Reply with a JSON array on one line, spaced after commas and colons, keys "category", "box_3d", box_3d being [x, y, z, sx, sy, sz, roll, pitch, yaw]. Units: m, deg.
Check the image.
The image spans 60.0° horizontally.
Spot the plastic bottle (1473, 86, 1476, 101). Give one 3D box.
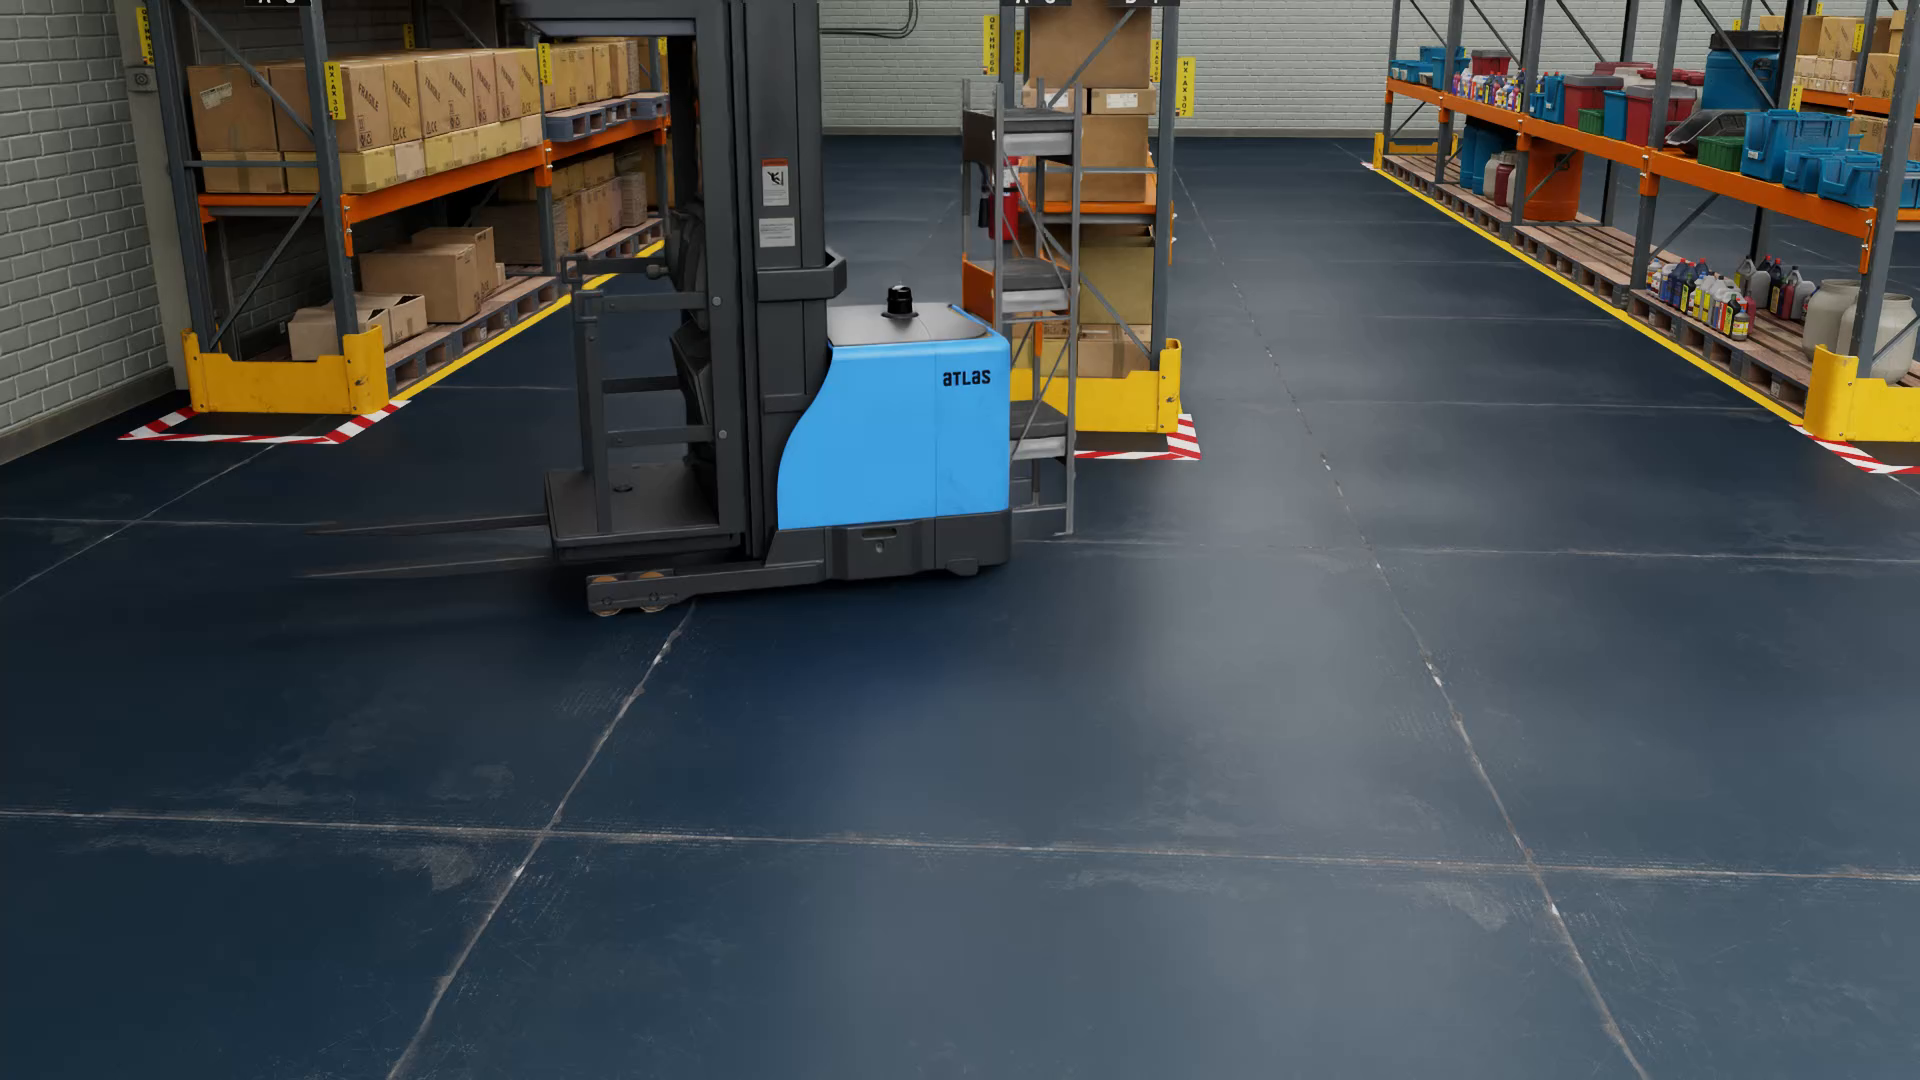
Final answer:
[{"category": "plastic bottle", "box_3d": [6.008, -5.194, 19.275, 0.097, 0.201, 0.097, 0, 18, 0]}]

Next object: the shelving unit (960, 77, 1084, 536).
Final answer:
[{"category": "shelving unit", "box_3d": [0.277, -1.081, 7.850, 0.431, 2.100, 0.503, -5, 19, -16]}]

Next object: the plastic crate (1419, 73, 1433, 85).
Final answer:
[{"category": "plastic crate", "box_3d": [6.349, -6.197, 22.345, 0.293, 0.136, 0.466, 1, 18, 4]}]

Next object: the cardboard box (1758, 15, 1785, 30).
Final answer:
[{"category": "cardboard box", "box_3d": [11.411, -7.006, 23.046, 0.500, 0.500, 0.500, 1, 18, 3]}]

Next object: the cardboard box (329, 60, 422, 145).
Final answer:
[{"category": "cardboard box", "box_3d": [-3.839, -2.830, 10.747, 0.500, 0.500, 0.500, 1, 18, 4]}]

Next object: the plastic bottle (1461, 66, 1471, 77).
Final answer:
[{"category": "plastic bottle", "box_3d": [6.172, -5.608, 20.300, 0.144, 0.351, 0.185, 1, 18, 4]}]

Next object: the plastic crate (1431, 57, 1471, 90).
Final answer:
[{"category": "plastic crate", "box_3d": [6.217, -5.920, 21.101, 0.392, 0.384, 0.575, 1, 18, 4]}]

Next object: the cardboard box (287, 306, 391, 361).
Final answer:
[{"category": "cardboard box", "box_3d": [-4.079, -1.385, 10.943, 0.500, 0.311, 0.500, -1, 18, -2]}]

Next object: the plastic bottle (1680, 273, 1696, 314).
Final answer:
[{"category": "plastic bottle", "box_3d": [5.411, -1.829, 12.345, 0.061, 0.283, 0.133, 2, 18, 6]}]

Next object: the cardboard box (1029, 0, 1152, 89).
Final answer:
[{"category": "cardboard box", "box_3d": [0.773, -2.956, 9.884, 0.700, 0.500, 0.500, 1, 18, 4]}]

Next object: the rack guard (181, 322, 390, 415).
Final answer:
[{"category": "rack guard", "box_3d": [-4.213, -1.076, 10.405, 1.175, 0.500, 0.348, 1, 18, 4]}]

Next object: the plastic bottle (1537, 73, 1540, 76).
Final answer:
[{"category": "plastic bottle", "box_3d": [6.771, -5.373, 19.582, 0.144, 0.351, 0.185, 1, 18, 4]}]

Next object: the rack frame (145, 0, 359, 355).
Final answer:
[{"category": "rack frame", "box_3d": [-4.218, -2.240, 9.943, 1.000, 3.000, 0.127, 1, 18, 4]}]

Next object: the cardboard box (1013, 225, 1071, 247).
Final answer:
[{"category": "cardboard box", "box_3d": [0.522, -1.864, 11.333, 0.500, 0.500, 0.500, 1, 18, 4]}]

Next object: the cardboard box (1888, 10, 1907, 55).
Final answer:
[{"category": "cardboard box", "box_3d": [11.426, -5.961, 19.527, 0.797, 0.503, 0.637, 1, 18, 2]}]

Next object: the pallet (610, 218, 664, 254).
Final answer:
[{"category": "pallet", "box_3d": [-3.702, -3.157, 17.220, 1.003, 0.211, 1.213, 1, 18, 4]}]

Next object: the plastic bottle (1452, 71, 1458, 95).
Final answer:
[{"category": "plastic bottle", "box_3d": [6.072, -5.586, 20.342, 0.061, 0.283, 0.133, 1, 18, 4]}]

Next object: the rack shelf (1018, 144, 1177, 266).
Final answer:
[{"category": "rack shelf", "box_3d": [0.866, -2.410, 11.617, 1.077, 0.370, 4.000, 1, 18, 4]}]

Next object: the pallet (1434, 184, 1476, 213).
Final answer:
[{"category": "pallet", "box_3d": [6.427, -4.182, 20.348, 1.003, 0.211, 1.213, 1, 18, 4]}]

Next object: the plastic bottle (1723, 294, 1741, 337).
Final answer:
[{"category": "plastic bottle", "box_3d": [5.348, -1.554, 11.506, 0.061, 0.283, 0.133, 2, 18, 5]}]

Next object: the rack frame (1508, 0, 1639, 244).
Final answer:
[{"category": "rack frame", "box_3d": [6.237, -4.504, 16.851, 1.000, 3.000, 0.127, 1, 18, 4]}]

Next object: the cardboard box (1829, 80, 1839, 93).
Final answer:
[{"category": "cardboard box", "box_3d": [11.177, -5.698, 20.900, 0.380, 0.149, 0.250, 2, 18, 5]}]

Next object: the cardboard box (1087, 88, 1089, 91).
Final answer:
[{"category": "cardboard box", "box_3d": [0.953, -3.119, 12.464, 0.700, 0.500, 0.500, 1, 18, 3]}]

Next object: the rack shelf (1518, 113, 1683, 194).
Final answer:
[{"category": "rack shelf", "box_3d": [6.093, -3.541, 15.068, 1.077, 0.370, 4.000, 1, 18, 4]}]

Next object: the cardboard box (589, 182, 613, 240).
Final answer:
[{"category": "cardboard box", "box_3d": [-3.805, -3.209, 16.208, 0.700, 0.500, 0.500, 1, 18, 4]}]

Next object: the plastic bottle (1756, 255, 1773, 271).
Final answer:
[{"category": "plastic bottle", "box_3d": [6.191, -2.005, 12.774, 0.144, 0.351, 0.185, 1, 18, 2]}]

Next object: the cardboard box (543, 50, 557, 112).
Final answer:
[{"category": "cardboard box", "box_3d": [-3.861, -3.897, 14.131, 0.700, 0.500, 0.500, 1, 18, 4]}]

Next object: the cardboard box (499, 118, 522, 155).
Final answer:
[{"category": "cardboard box", "box_3d": [-3.707, -3.113, 12.814, 0.500, 0.250, 0.500, 1, 18, 4]}]

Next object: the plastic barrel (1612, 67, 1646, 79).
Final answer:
[{"category": "plastic barrel", "box_3d": [6.376, -4.233, 15.844, 0.421, 0.512, 0.421, 0, 18, 0]}]

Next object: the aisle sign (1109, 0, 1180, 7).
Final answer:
[{"category": "aisle sign", "box_3d": [1.024, -3.339, 9.122, 0.394, 0.787, 0.004, 1, 18, 4]}]

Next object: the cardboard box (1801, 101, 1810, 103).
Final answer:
[{"category": "cardboard box", "box_3d": [11.719, -5.585, 22.887, 0.875, 0.875, 0.875, 1, 18, 4]}]

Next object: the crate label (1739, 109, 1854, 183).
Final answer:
[{"category": "crate label", "box_3d": [5.526, -2.614, 11.026, 0.502, 0.435, 0.616, 1, 18, 4]}]

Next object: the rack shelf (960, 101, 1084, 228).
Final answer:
[{"category": "rack shelf", "box_3d": [0.277, -1.733, 7.637, 0.431, 0.518, 0.480, -5, 19, -16]}]

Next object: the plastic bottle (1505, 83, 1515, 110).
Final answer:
[{"category": "plastic bottle", "box_3d": [5.897, -4.746, 17.795, 0.097, 0.271, 0.097, 0, 18, 0]}]

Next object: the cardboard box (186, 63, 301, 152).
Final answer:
[{"category": "cardboard box", "box_3d": [-4.396, -2.686, 10.308, 0.500, 0.500, 0.500, 1, 18, 3]}]

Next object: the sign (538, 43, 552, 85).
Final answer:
[{"category": "sign", "box_3d": [-3.390, -3.884, 13.570, 0.100, 0.325, 0.005, 1, 18, 4]}]

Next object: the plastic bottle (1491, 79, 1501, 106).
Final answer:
[{"category": "plastic bottle", "box_3d": [5.922, -4.939, 18.365, 0.061, 0.283, 0.133, 1, 18, 4]}]

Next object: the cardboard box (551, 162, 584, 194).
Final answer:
[{"category": "cardboard box", "box_3d": [-3.834, -3.388, 15.549, 0.500, 0.250, 0.500, 1, 18, 2]}]

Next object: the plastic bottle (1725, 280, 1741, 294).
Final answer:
[{"category": "plastic bottle", "box_3d": [5.584, -1.749, 12.111, 0.152, 0.276, 0.135, 1, 18, 4]}]

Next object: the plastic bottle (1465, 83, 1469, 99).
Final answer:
[{"category": "plastic bottle", "box_3d": [6.042, -5.337, 19.714, 0.097, 0.201, 0.097, 0, 18, 0]}]

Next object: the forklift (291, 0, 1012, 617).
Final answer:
[{"category": "forklift", "box_3d": [-1.344, -1.256, 7.048, 3.031, 2.935, 1.130, -5, 19, -15]}]

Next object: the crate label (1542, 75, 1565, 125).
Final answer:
[{"category": "crate label", "box_3d": [5.896, -4.218, 15.922, 0.502, 0.435, 0.616, 1, 18, 4]}]

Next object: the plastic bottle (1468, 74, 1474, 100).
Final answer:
[{"category": "plastic bottle", "box_3d": [6.008, -5.311, 19.500, 0.061, 0.283, 0.133, 1, 18, 4]}]

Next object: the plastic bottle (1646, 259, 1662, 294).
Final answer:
[{"category": "plastic bottle", "box_3d": [5.490, -2.085, 13.144, 0.097, 0.271, 0.097, 0, 18, 0]}]

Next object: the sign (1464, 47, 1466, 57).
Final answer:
[{"category": "sign", "box_3d": [7.360, -7.059, 24.386, 0.100, 0.325, 0.005, 1, 18, 4]}]

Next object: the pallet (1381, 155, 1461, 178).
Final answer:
[{"category": "pallet", "box_3d": [6.713, -5.408, 24.089, 1.003, 0.211, 1.213, 1, 18, 4]}]

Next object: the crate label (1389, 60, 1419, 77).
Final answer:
[{"category": "crate label", "box_3d": [6.464, -6.868, 24.239, 0.416, 0.233, 0.303, 1, 18, 4]}]

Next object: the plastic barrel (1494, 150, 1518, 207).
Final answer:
[{"category": "plastic barrel", "box_3d": [6.336, -4.061, 18.697, 0.600, 0.588, 0.708, 1, 18, 4]}]

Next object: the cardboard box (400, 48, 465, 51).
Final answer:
[{"category": "cardboard box", "box_3d": [-4.173, -3.636, 13.207, 0.500, 0.500, 0.500, 1, 18, 3]}]
